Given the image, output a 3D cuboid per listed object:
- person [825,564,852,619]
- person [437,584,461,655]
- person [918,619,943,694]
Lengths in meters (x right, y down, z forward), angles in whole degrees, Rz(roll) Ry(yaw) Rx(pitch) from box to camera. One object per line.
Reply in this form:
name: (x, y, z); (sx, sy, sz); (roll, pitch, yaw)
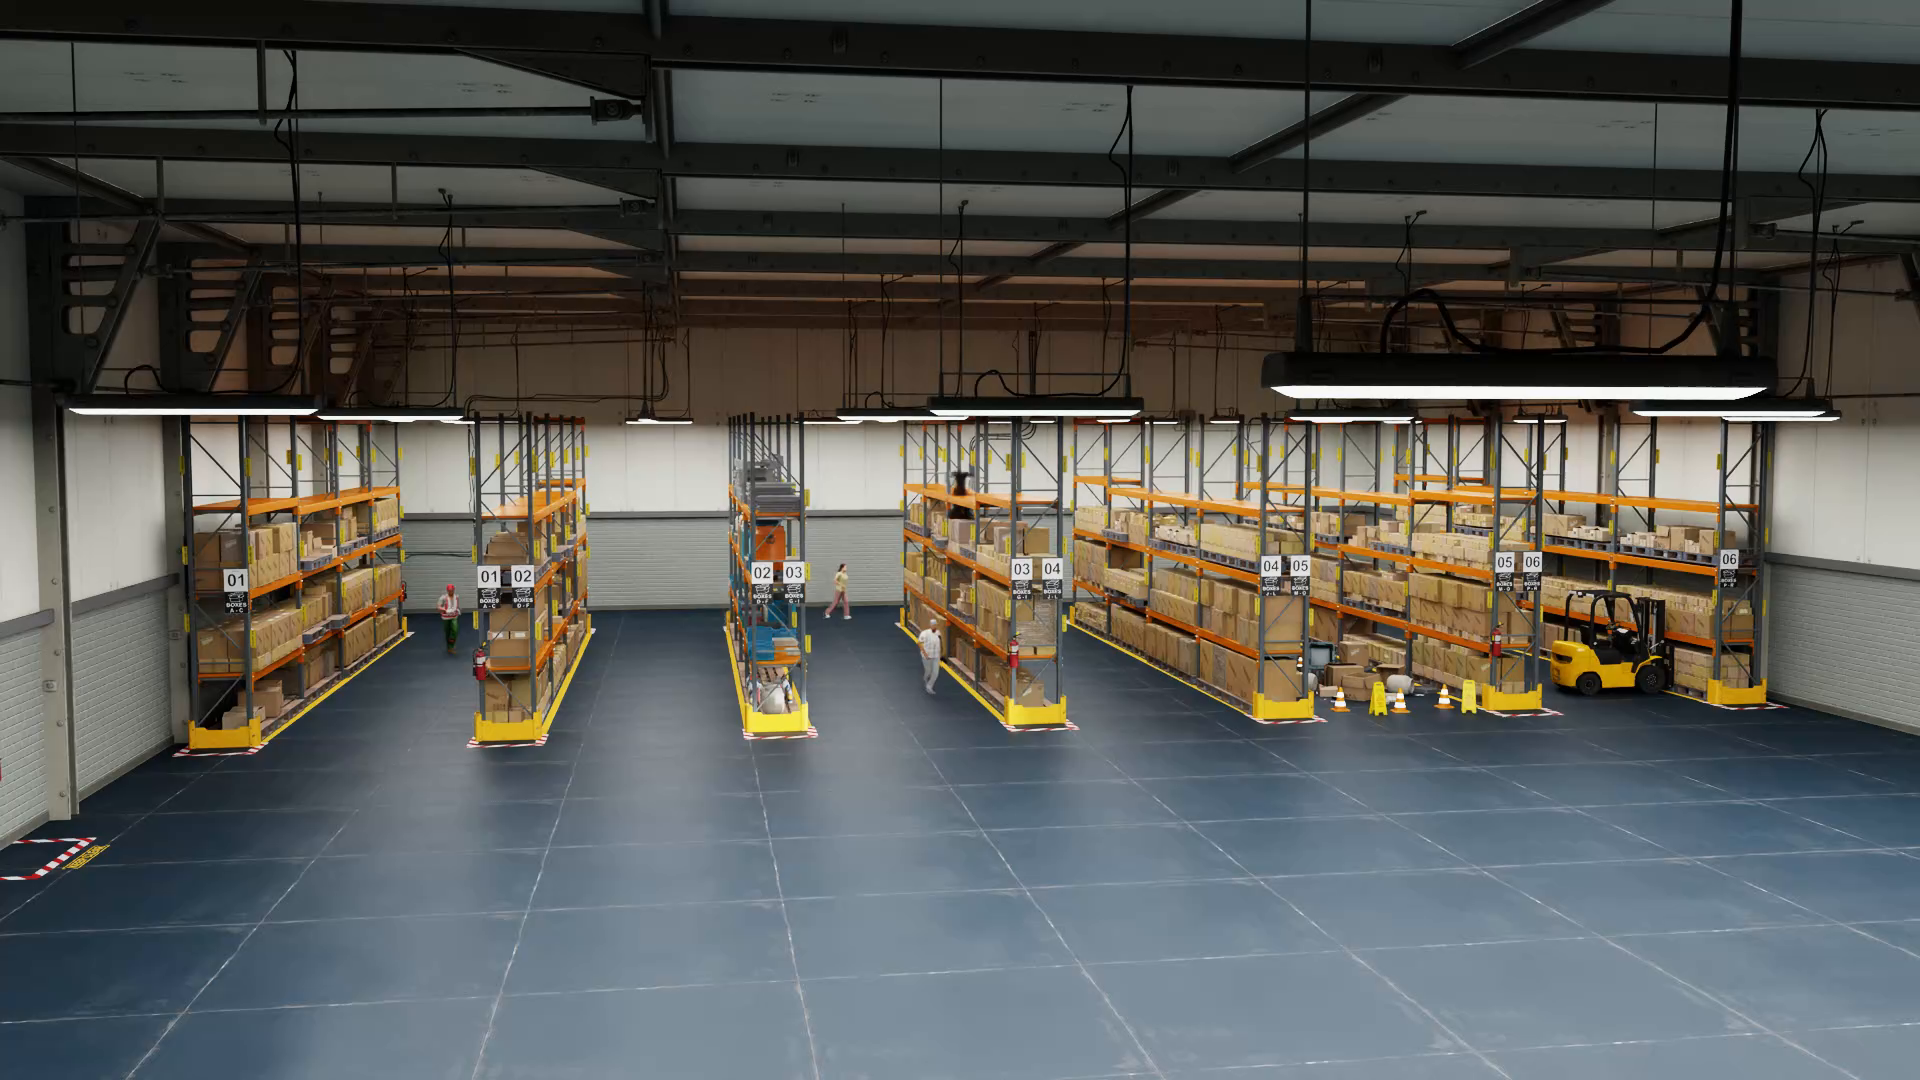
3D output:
person: (-3.495, 1.515, 49.349); (0.942, 1.632, 0.659); (3, 5, 38)
person: (-12.921, 1.988, 41.993); (0.626, 1.778, 0.856); (-2, 5, -31)
person: (-0.636, 2.495, 35.808); (0.598, 1.613, 0.610); (-1, 4, -20)
